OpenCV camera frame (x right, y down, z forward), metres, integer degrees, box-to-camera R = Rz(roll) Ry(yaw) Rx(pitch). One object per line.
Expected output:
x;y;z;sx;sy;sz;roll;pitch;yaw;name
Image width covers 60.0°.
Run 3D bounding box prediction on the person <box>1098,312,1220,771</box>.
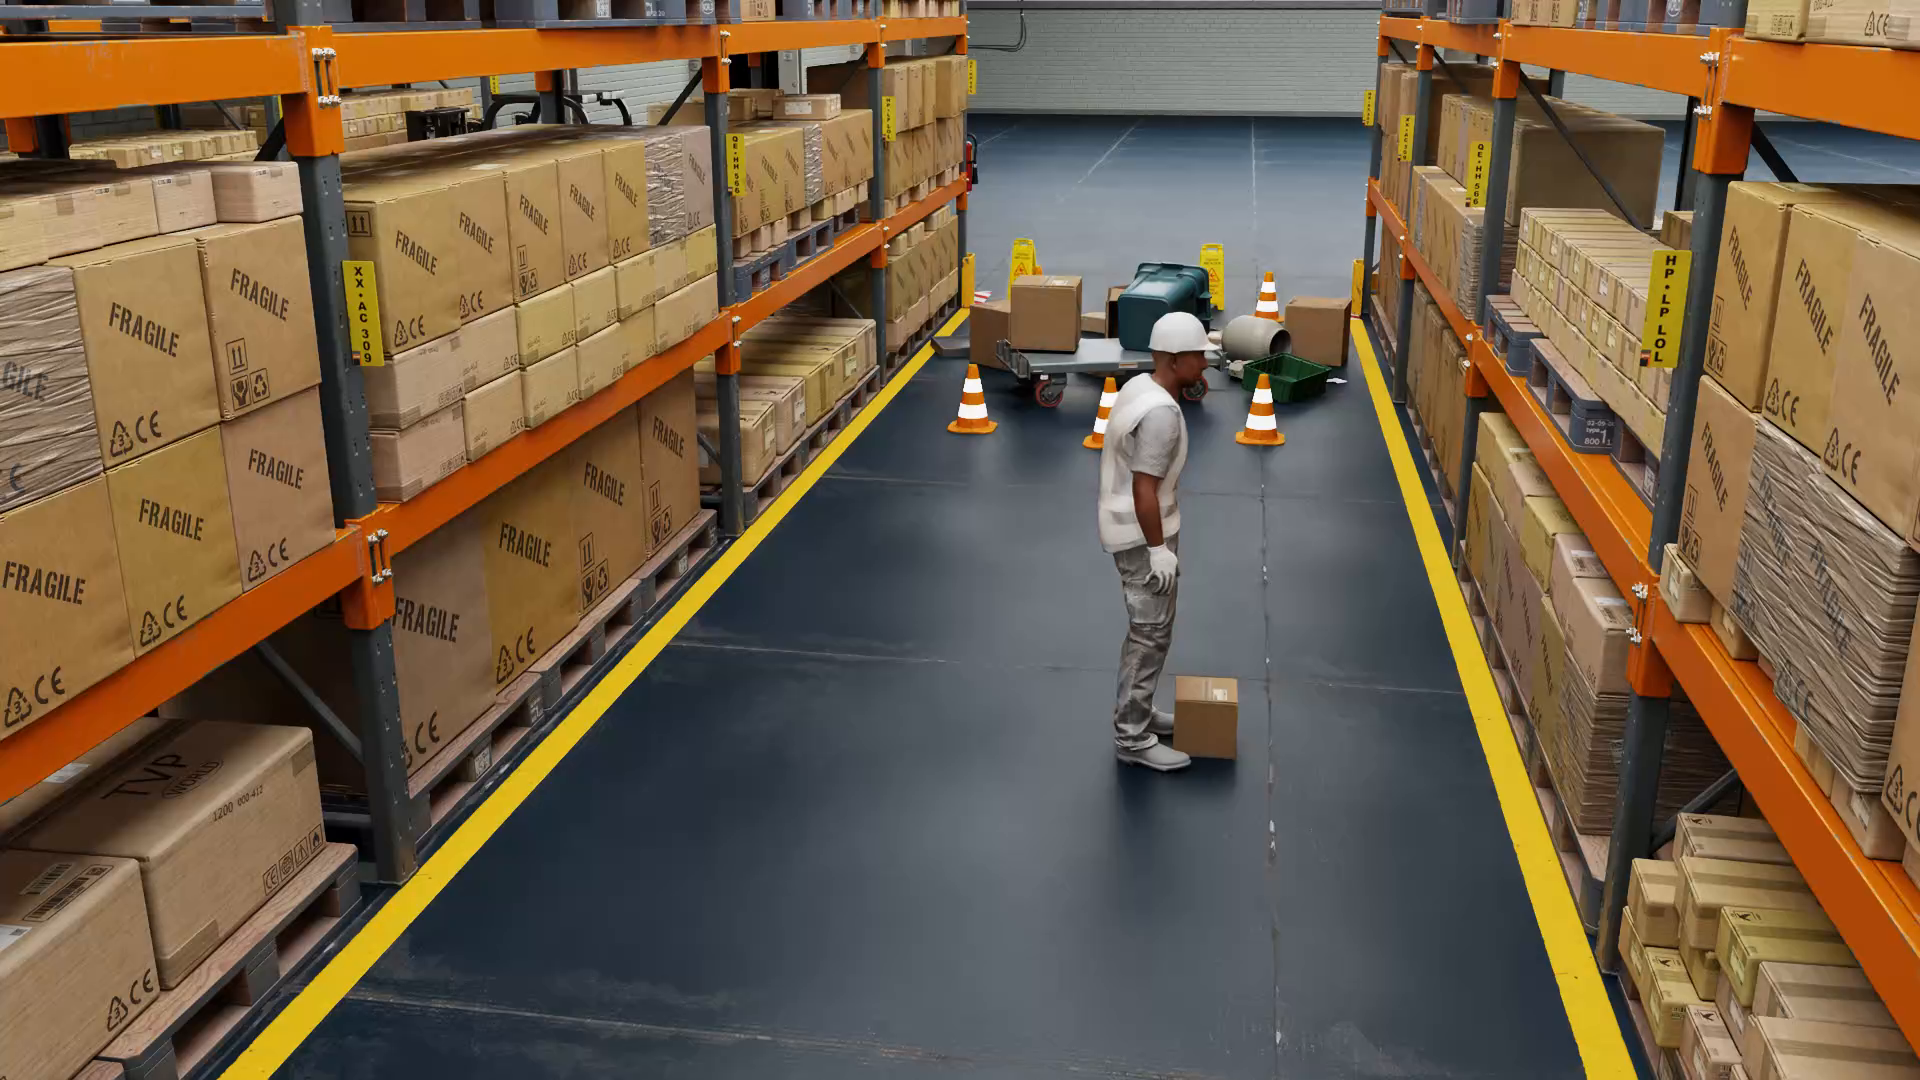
0.768;-0.013;6.577;0.452;1.773;0.625;2;18;5;person
